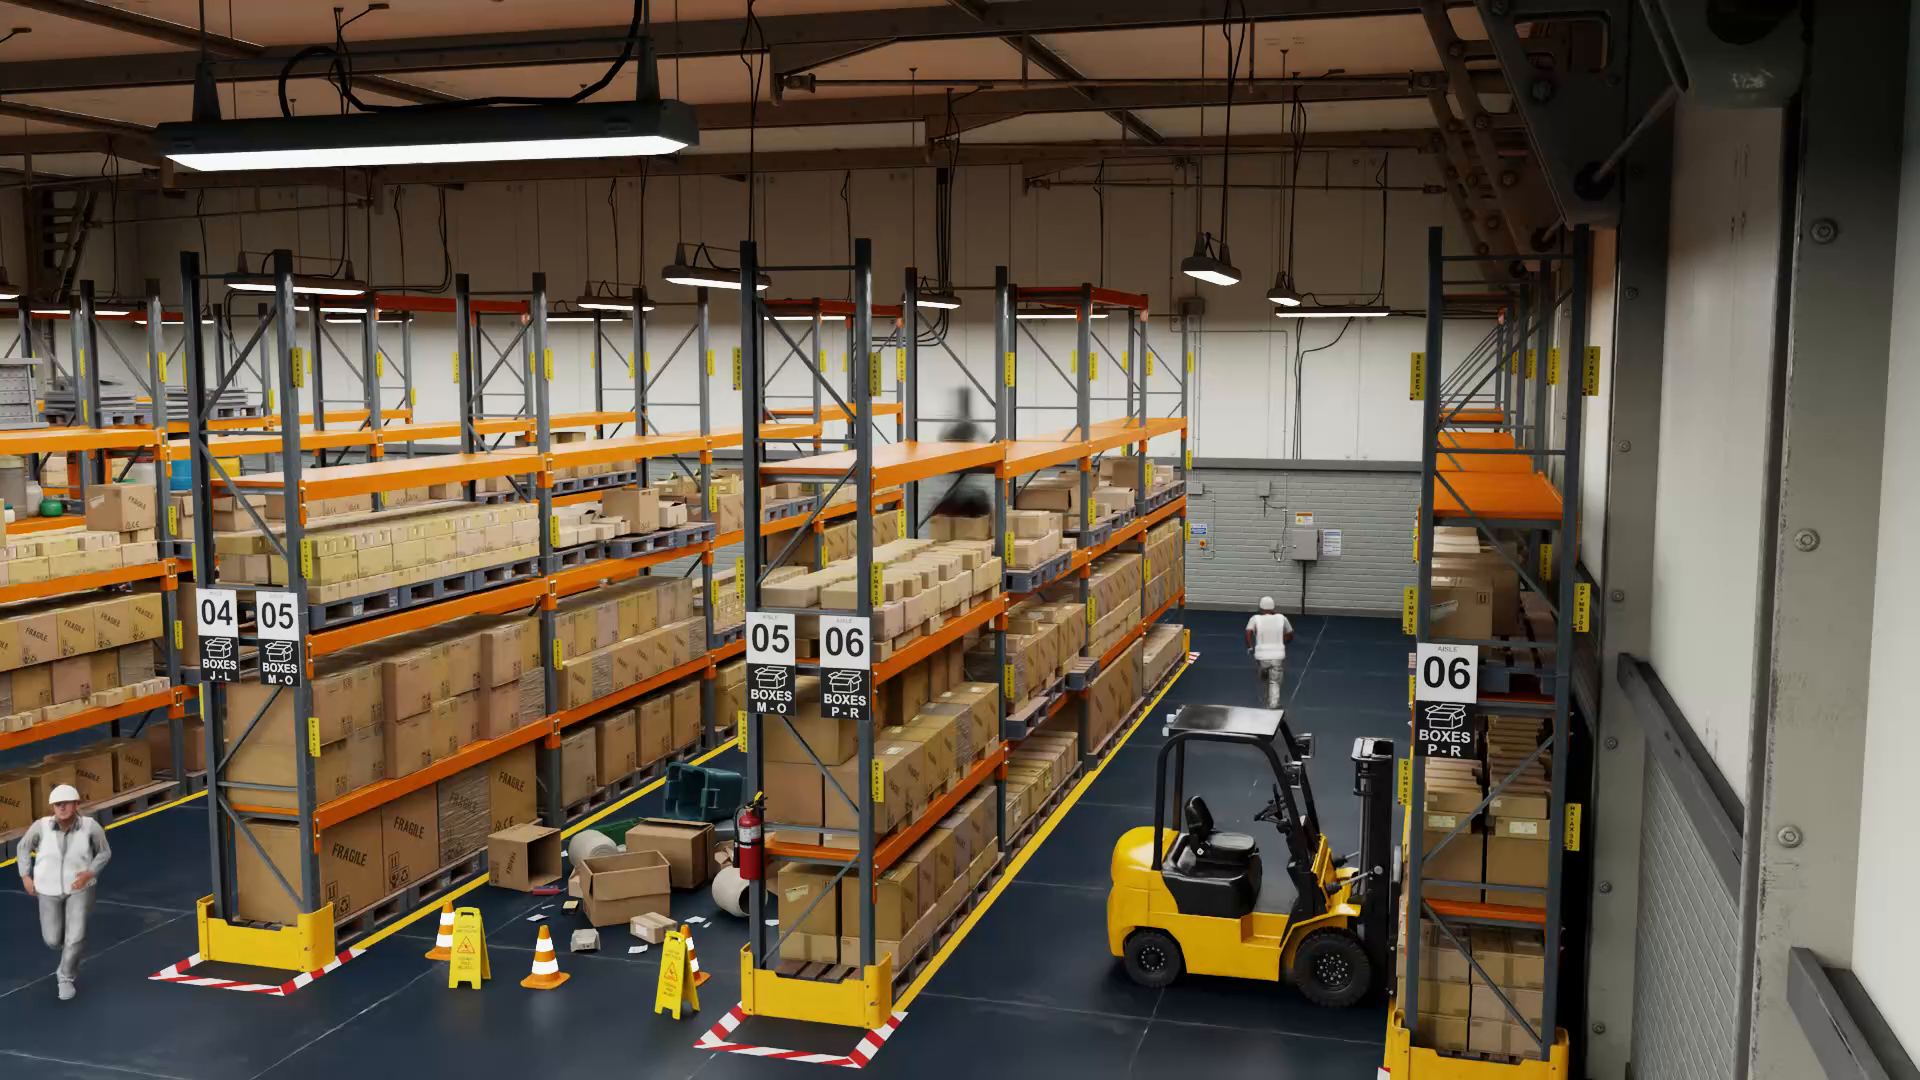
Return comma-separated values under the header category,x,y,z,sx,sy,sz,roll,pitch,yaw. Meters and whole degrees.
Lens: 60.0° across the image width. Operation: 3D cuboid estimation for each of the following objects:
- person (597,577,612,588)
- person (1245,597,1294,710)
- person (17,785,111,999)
category,x,y,z,sx,sy,sz,roll,pitch,yaw
person,-5.677,1.369,26.582,0.625,1.654,0.724,1,7,11
person,4.323,1.700,23.257,0.682,1.772,1.126,1,6,7
person,-7.276,2.820,13.542,0.688,1.734,0.698,-2,7,-21
